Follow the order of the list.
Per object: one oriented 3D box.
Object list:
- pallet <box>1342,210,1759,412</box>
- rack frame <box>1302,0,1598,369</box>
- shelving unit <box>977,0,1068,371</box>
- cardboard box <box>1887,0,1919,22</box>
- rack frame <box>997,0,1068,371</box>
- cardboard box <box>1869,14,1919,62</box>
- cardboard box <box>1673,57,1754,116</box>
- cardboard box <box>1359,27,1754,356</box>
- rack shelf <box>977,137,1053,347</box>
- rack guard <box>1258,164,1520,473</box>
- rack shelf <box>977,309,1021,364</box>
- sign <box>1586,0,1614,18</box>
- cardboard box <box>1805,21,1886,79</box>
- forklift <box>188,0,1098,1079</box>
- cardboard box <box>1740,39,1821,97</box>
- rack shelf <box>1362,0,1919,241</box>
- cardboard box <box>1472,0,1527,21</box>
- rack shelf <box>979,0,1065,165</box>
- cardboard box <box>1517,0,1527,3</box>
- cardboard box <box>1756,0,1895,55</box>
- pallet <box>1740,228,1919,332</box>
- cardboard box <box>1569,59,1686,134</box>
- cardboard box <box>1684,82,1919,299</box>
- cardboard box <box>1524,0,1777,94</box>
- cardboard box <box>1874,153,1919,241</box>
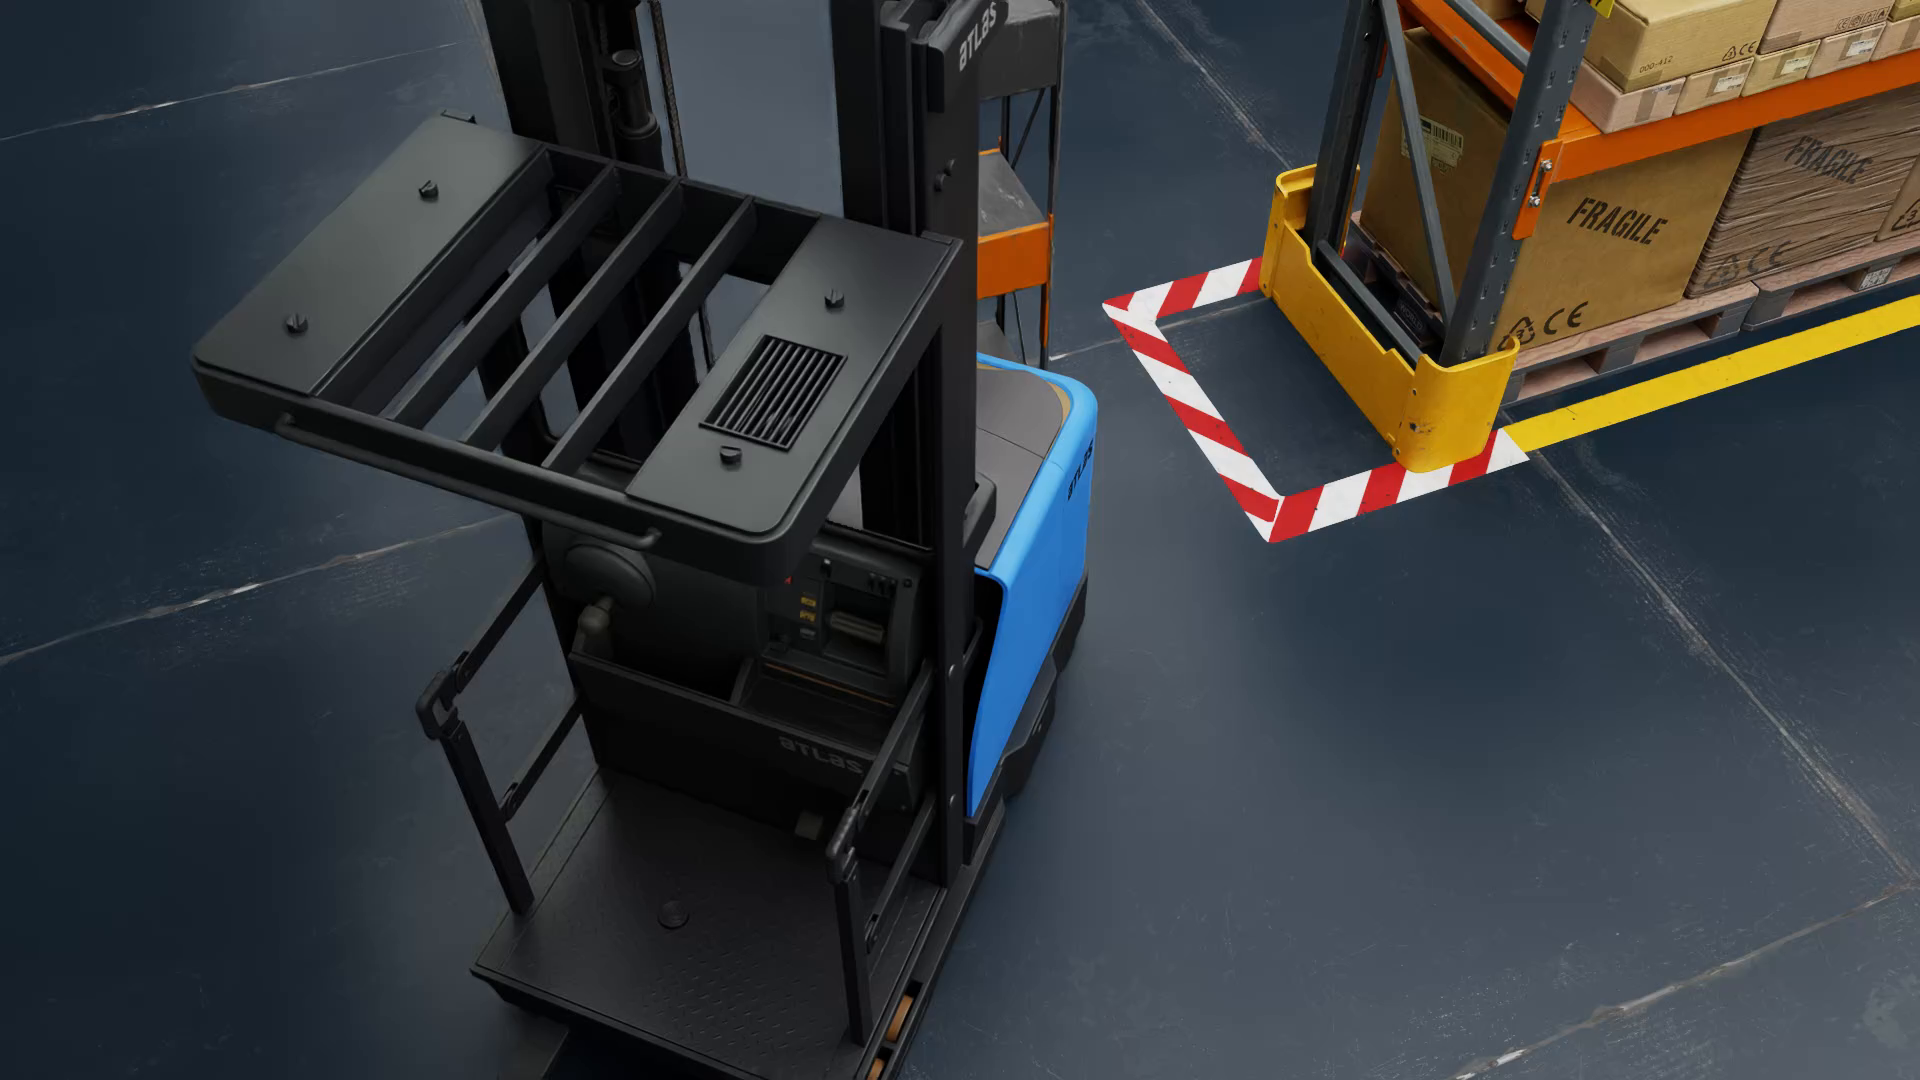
[{"bbox_3d":[2.281,-1.043,6.507,1.213,0.211,1.003,-17,52,-14],"label":"pallet"},{"bbox_3d":[1.570,-1.668,5.205,0.127,3.000,1.000,-17,52,-14],"label":"rack frame"},{"bbox_3d":[-0.024,-0.869,5.112,0.503,2.100,0.431,-16,51,-13],"label":"shelving unit"},{"bbox_3d":[3.062,-1.959,5.358,0.500,0.250,0.500,-19,52,-15],"label":"cardboard box"},{"bbox_3d":[0.204,-0.935,5.169,0.015,2.100,0.400,-16,51,-13],"label":"rack frame"},{"bbox_3d":[2.974,-1.752,5.443,0.250,0.149,0.380,-18,52,-15],"label":"cardboard box"},{"bbox_3d":[2.260,-1.530,5.253,0.250,0.149,0.380,-18,52,-15],"label":"cardboard box"},{"bbox_3d":[2.132,-1.352,6.058,0.875,0.875,0.875,-17,52,-14],"label":"cardboard box"},{"bbox_3d":[-0.024,-0.860,5.122,0.480,0.518,0.431,-16,51,-13],"label":"rack shelf"},{"bbox_3d":[1.548,-0.846,6.147,0.348,0.500,1.175,-17,52,-14],"label":"rack guard"},{"bbox_3d":[-0.024,-0.404,5.653,0.480,0.518,0.431,-16,51,-13],"label":"rack shelf"},{"bbox_3d":[1.774,-1.584,4.510,0.005,0.325,0.100,-17,52,-14],"label":"sign"},{"bbox_3d":[2.738,-1.680,5.381,0.250,0.149,0.380,-18,52,-15],"label":"cardboard box"},{"bbox_3d":[-0.608,0.206,3.641,1.130,2.935,3.031,17,51,14],"label":"forklift"},{"bbox_3d":[2.497,-1.604,5.316,0.250,0.149,0.380,-18,52,-15],"label":"cardboard box"},{"bbox_3d":[3.421,-2.007,5.971,4.000,0.370,1.077,-17,52,-14],"label":"rack shelf"},{"bbox_3d":[1.775,-1.919,5.587,0.250,0.149,0.380,-16,51,-14],"label":"cardboard box"},{"bbox_3d":[-0.024,-1.316,4.591,0.480,0.518,0.431,-16,51,-13],"label":"rack shelf"},{"bbox_3d":[1.918,-2.041,5.428,0.500,0.250,0.500,-18,52,-15],"label":"cardboard box"},{"bbox_3d":[2.595,-1.817,5.236,0.500,0.250,0.500,-18,52,-15],"label":"cardboard box"},{"bbox_3d":[3.408,-1.390,6.805,1.213,0.211,1.003,-17,52,-14],"label":"pallet"},{"bbox_3d":[2.023,-1.456,5.189,0.250,0.149,0.380,-17,51,-14],"label":"cardboard box"},{"bbox_3d":[2.975,-1.613,6.282,0.875,0.875,0.875,-17,52,-14],"label":"cardboard box"},{"bbox_3d":[2.116,-1.664,5.104,0.500,0.250,0.500,-18,52,-15],"label":"cardboard box"},{"bbox_3d":[3.799,-1.868,6.501,0.875,0.875,0.875,-17,52,-14],"label":"cardboard box"}]
